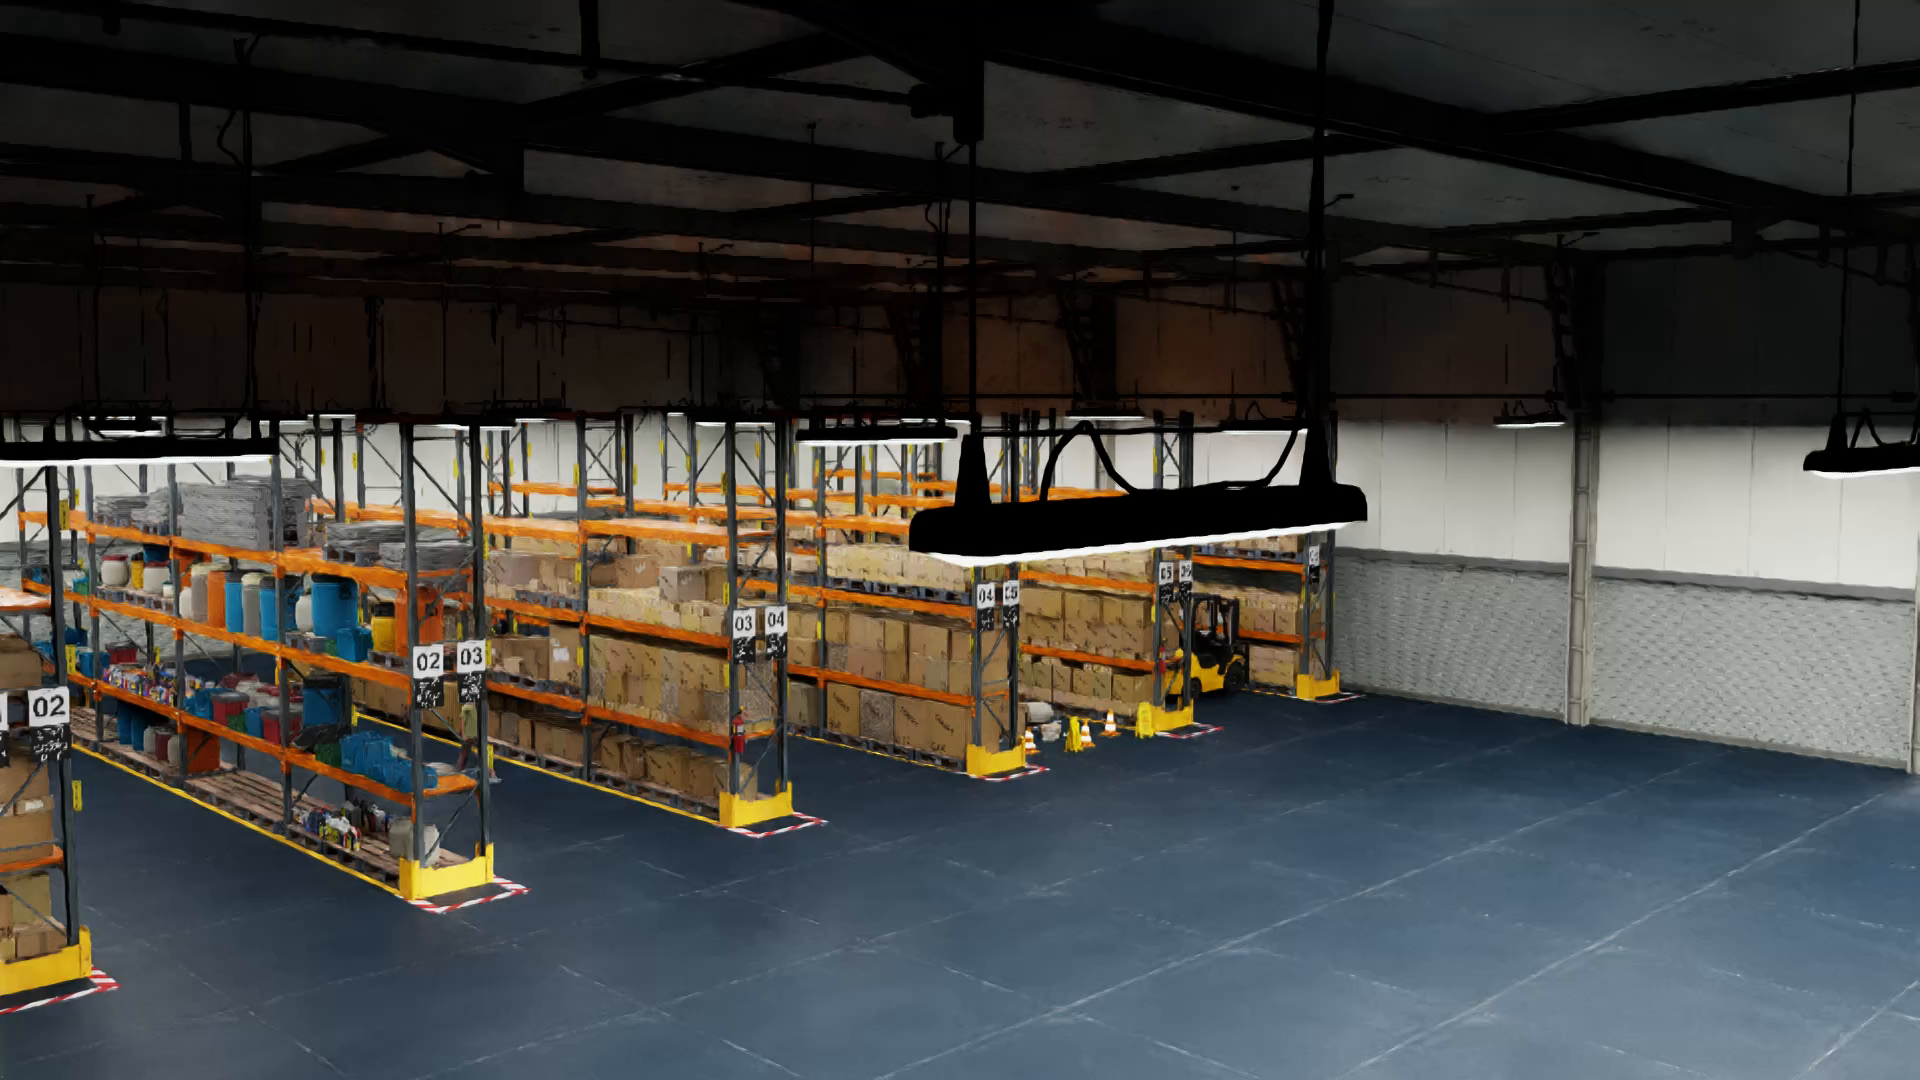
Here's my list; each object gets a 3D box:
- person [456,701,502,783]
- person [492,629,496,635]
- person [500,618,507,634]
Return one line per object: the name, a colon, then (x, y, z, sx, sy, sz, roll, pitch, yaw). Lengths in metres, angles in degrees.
person: (-7.941, 3.163, 27.177, 0.448, 1.588, 1.110, -5, 7, -42)
person: (-9.768, 2.457, 34.335, 0.559, 1.759, 0.661, -1, 5, -15)
person: (-11.062, 1.970, 40.729, 0.529, 1.642, 0.721, -1, 5, -11)
